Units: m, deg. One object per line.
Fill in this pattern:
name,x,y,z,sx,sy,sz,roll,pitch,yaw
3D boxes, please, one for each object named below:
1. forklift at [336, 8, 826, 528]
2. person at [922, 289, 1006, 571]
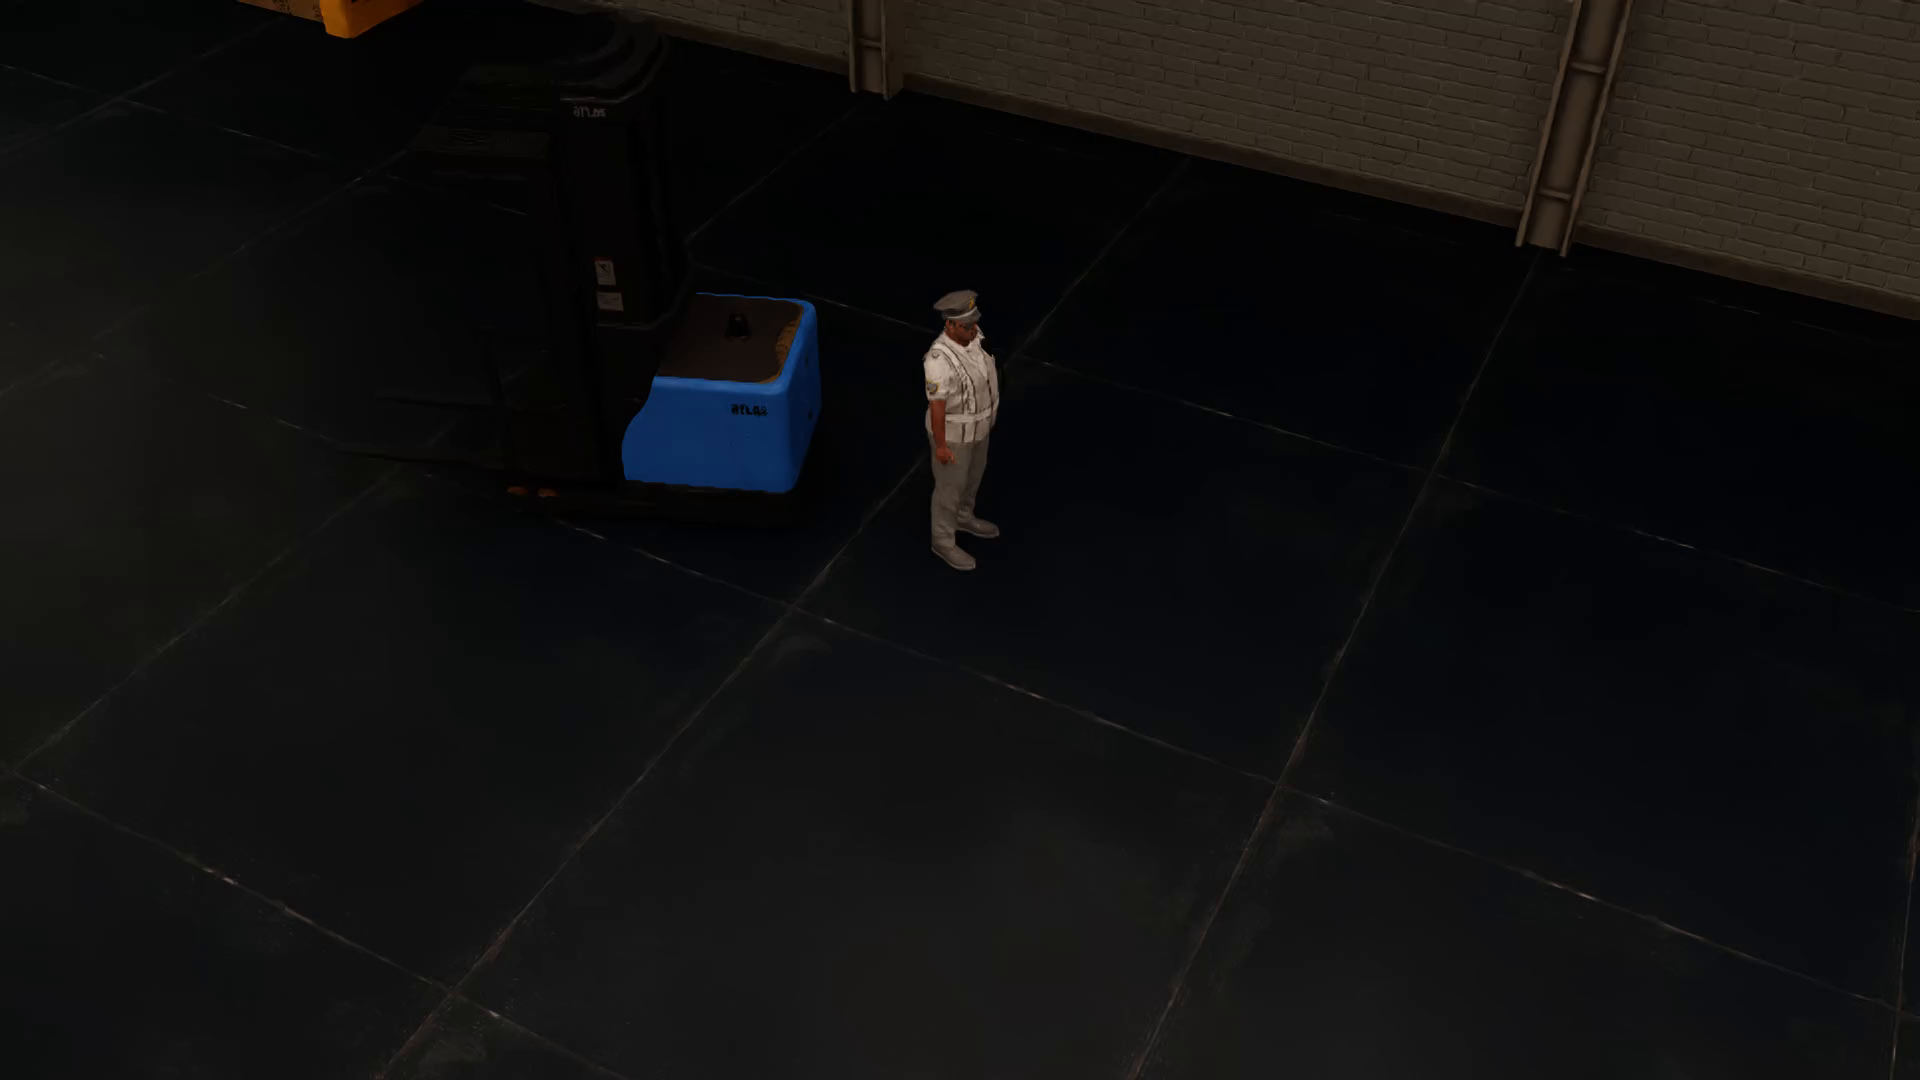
forklift,-2.440,-1.614,9.903,3.031,2.935,1.130,5,40,6
person,0.015,-0.672,9.686,0.395,1.773,0.523,18,43,21
